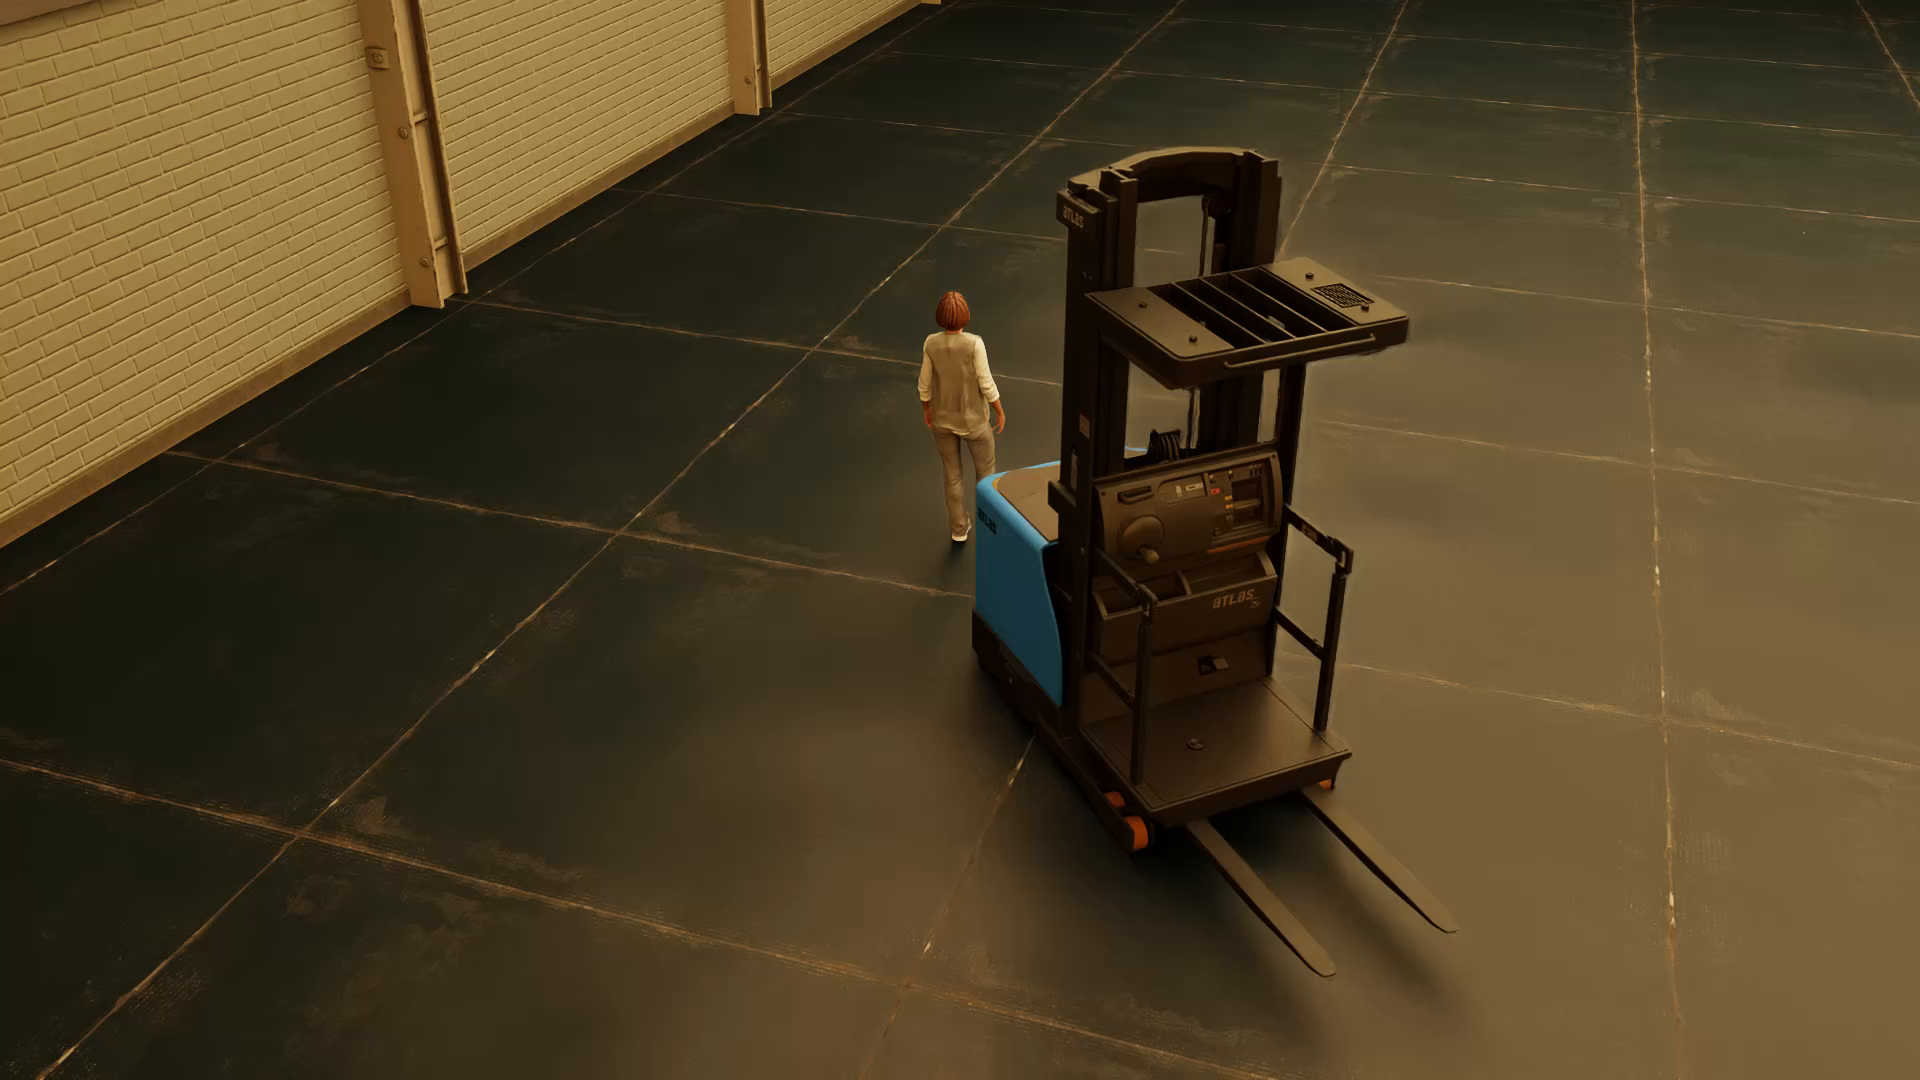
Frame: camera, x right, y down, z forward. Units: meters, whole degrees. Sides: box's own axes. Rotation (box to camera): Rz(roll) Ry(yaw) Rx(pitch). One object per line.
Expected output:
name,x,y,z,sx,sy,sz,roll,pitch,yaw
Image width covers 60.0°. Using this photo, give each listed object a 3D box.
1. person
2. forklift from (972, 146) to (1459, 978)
person,0.038,-0.733,9.753,0.519,1.598,0.474,10,31,16
forklift,1.130,-0.095,7.304,1.130,2.935,3.031,-13,32,-21
